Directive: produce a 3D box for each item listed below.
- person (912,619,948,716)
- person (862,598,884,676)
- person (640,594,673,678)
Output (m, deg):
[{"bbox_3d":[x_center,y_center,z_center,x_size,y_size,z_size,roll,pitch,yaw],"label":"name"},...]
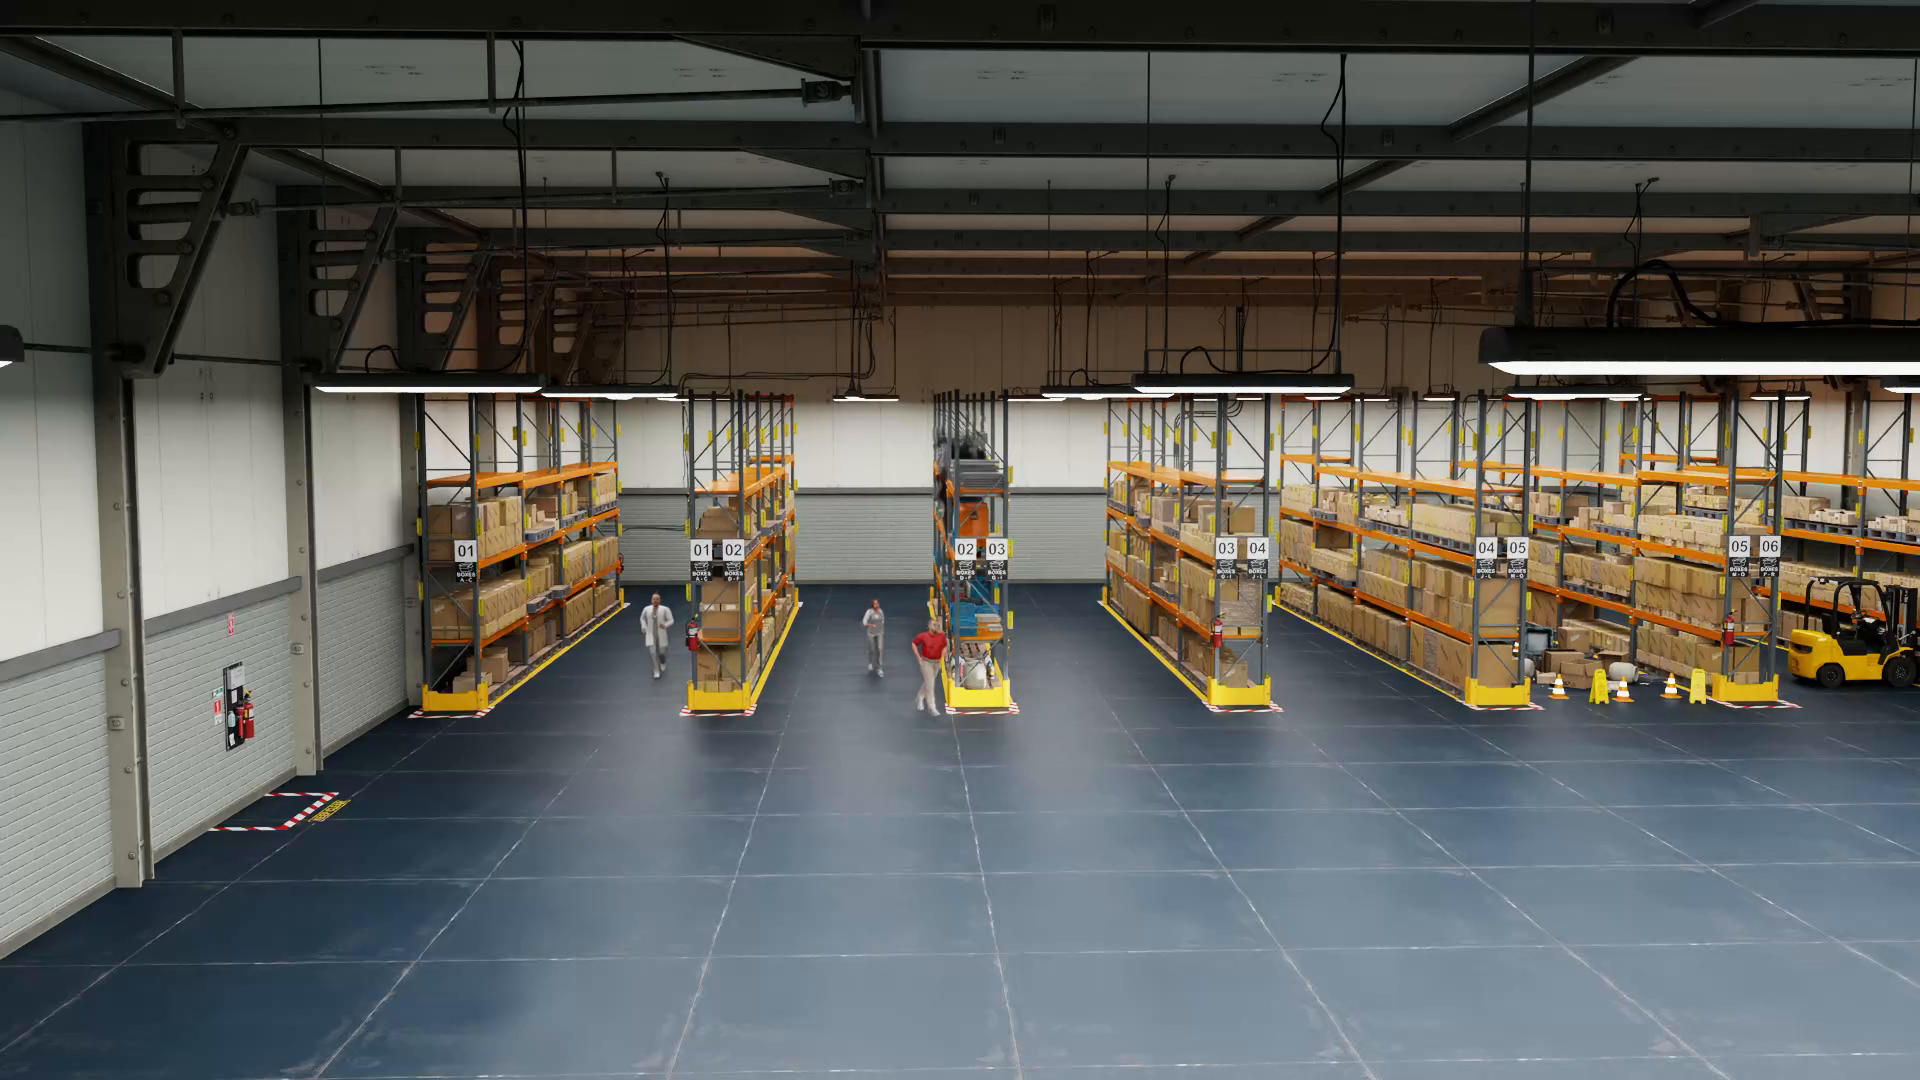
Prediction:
[{"bbox_3d":[-0.523,2.326,30.810,0.645,1.731,0.913,-3,6,-36],"label":"person"},{"bbox_3d":[-1.826,2.047,35.318,0.528,1.635,0.746,-1,5,-16],"label":"person"},{"bbox_3d":[-6.372,2.001,34.924,0.709,1.742,0.798,0,5,-4],"label":"person"}]
